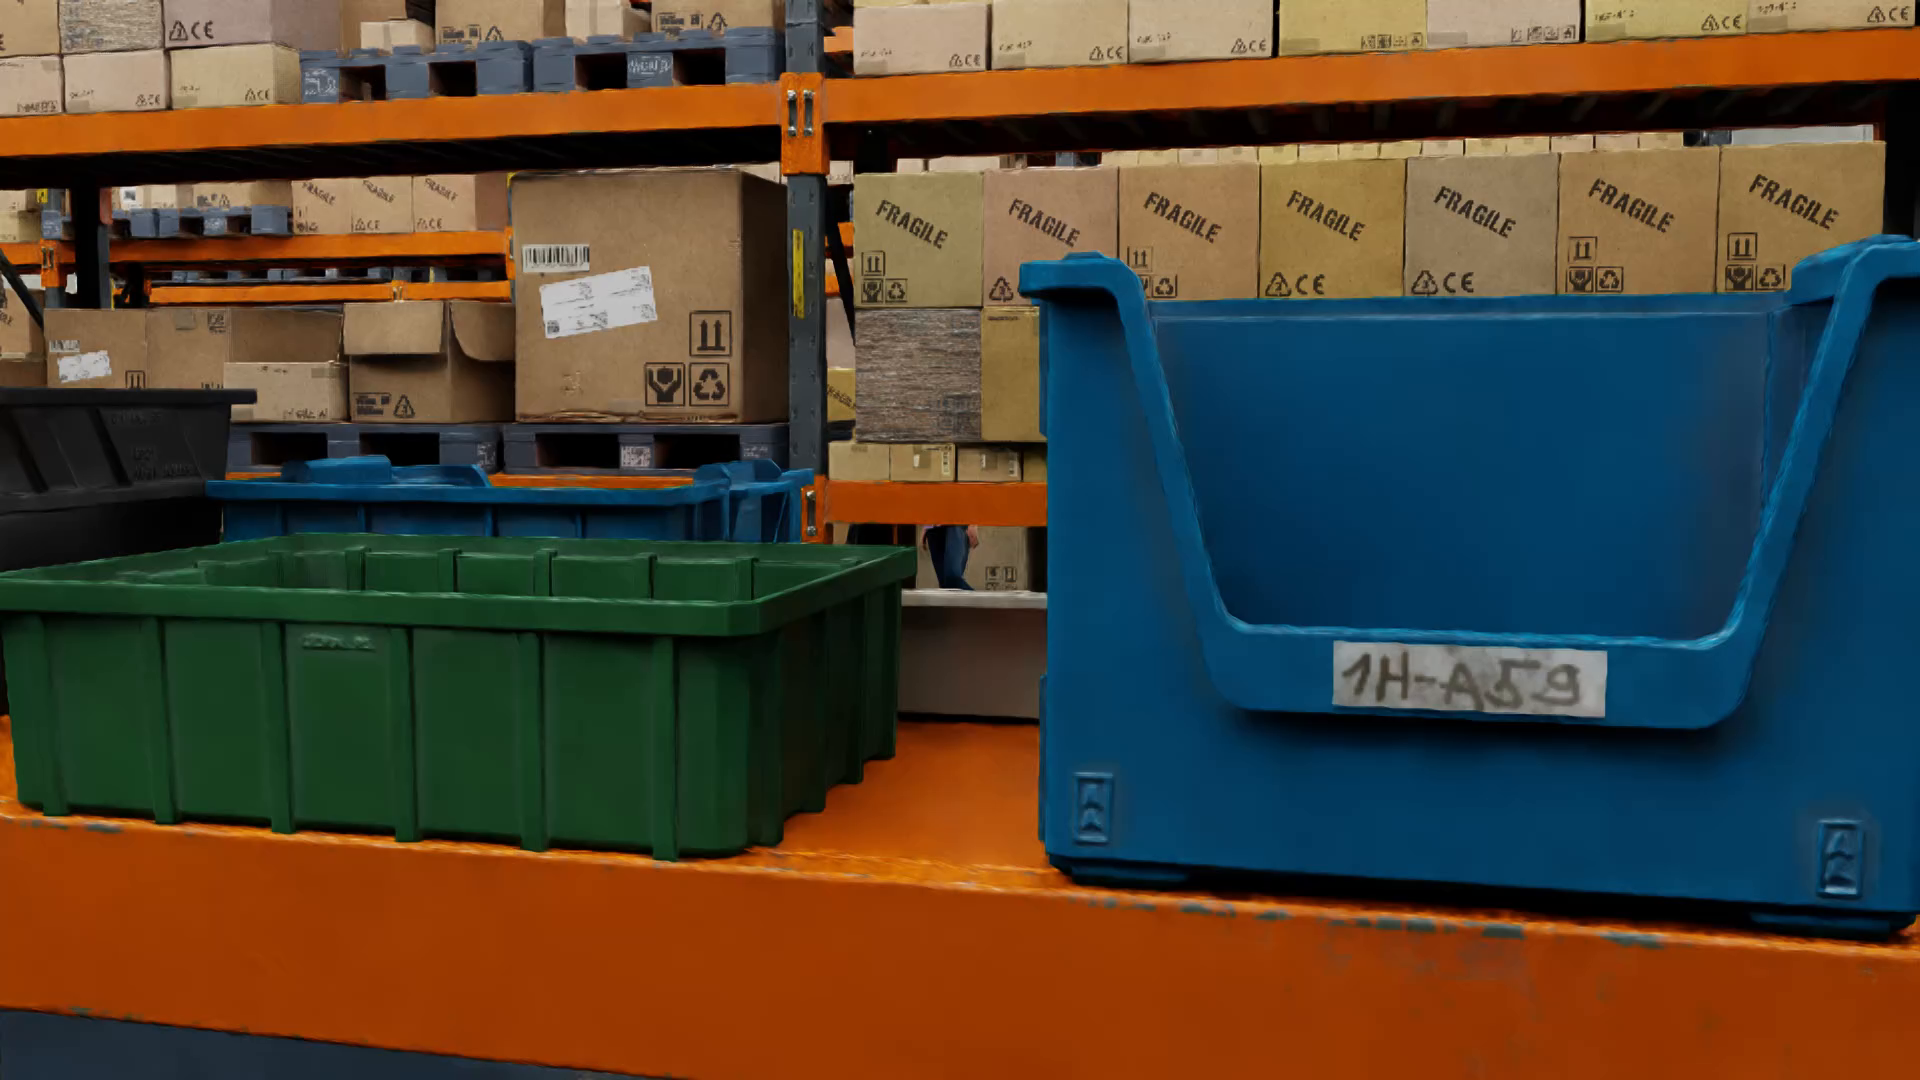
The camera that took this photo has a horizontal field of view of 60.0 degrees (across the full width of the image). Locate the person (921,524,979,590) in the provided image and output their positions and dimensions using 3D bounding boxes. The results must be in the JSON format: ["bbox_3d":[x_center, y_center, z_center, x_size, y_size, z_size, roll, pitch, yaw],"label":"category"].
[{"bbox_3d":[-0.046,-0.047,10.094,0.404,1.579,0.499,-5,7,-43],"label":"person"}]
